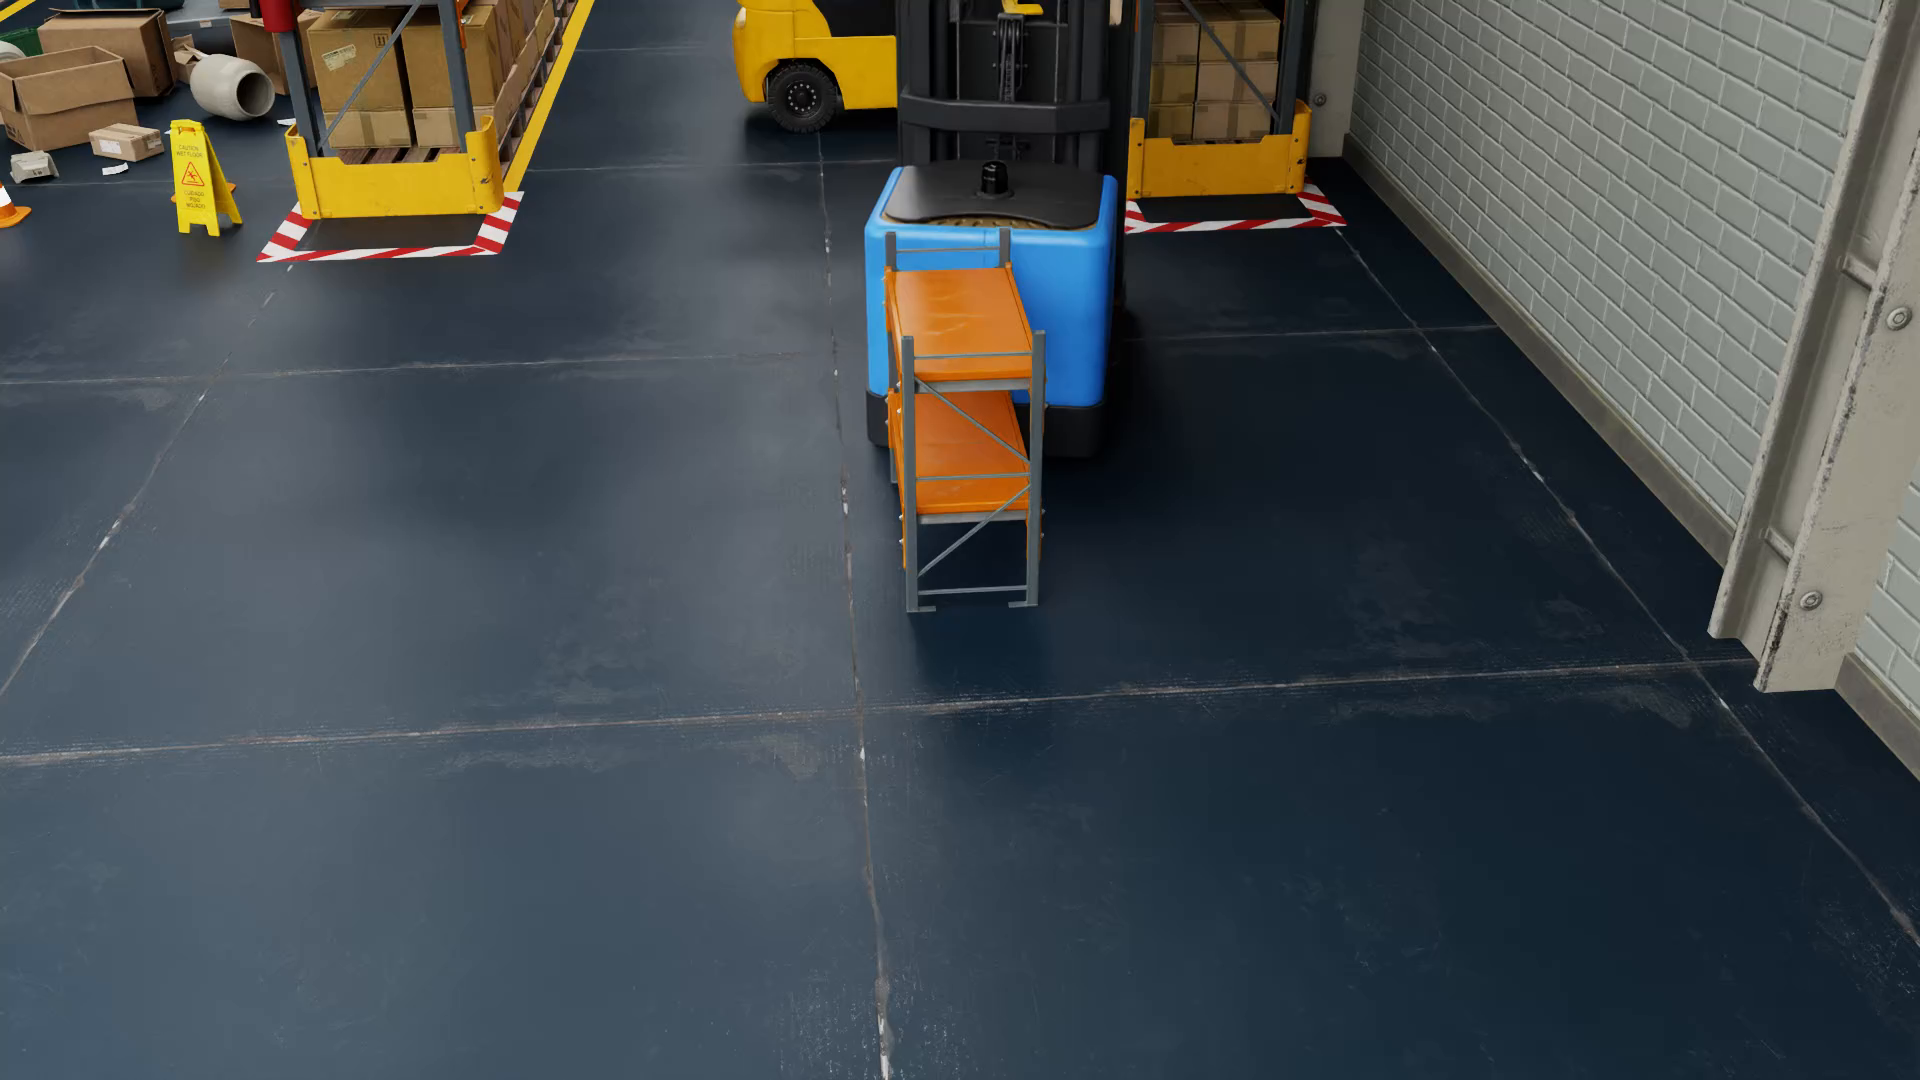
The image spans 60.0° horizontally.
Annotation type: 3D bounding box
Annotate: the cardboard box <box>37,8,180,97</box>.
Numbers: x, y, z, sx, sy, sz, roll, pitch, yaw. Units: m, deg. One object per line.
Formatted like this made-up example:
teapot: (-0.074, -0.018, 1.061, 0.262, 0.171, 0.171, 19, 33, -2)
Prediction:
cardboard box: (-6.164, -3.524, 12.026, 0.797, 0.637, 0.503, -3, 31, -5)

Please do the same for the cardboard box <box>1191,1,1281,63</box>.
cardboard box: (1.701, -3.208, 10.492, 0.500, 0.250, 0.500, -3, 31, -5)

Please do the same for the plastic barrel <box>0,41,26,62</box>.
plastic barrel: (-7.043, -3.426, 12.074, 0.512, 0.421, 0.421, 20, 36, 29)

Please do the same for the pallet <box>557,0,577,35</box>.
pallet: (-3.832, -4.527, 14.123, 1.003, 0.211, 1.213, -3, 31, -5)

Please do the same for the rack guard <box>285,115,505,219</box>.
rack guard: (-3.391, -2.250, 10.030, 1.175, 0.500, 0.348, -3, 31, -5)

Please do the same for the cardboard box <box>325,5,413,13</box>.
cardboard box: (-3.771, -3.269, 10.839, 0.500, 0.500, 0.500, -2, 31, -3)

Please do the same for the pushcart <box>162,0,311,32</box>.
pushcart: (-6.023, -4.066, 13.190, 1.648, 0.377, 0.936, -14, 33, -22)

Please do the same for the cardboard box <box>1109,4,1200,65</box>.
cardboard box: (1.204, -3.174, 10.435, 0.500, 0.250, 0.500, -2, 31, -3)

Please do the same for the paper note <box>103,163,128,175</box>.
paper note: (-5.454, -2.397, 10.734, 0.148, 0.019, 0.142, -14, 33, -22)

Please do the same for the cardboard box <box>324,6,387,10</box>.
cardboard box: (-3.820, -3.466, 10.535, 0.380, 0.149, 0.250, -2, 31, -3)

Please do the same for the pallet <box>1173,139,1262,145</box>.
pallet: (1.445, -2.716, 11.091, 1.003, 0.211, 1.213, -3, 31, -5)

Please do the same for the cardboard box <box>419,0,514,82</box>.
cardboard box: (-3.240, -3.310, 10.908, 0.500, 0.500, 0.500, -4, 31, -6)

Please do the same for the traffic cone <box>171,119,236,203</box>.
traffic cone: (-4.708, -2.353, 10.239, 0.336, 0.463, 0.334, -3, 31, -5)

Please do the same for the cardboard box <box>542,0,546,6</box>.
cardboard box: (-3.435, -4.359, 12.664, 0.500, 0.500, 0.500, -3, 31, -5)

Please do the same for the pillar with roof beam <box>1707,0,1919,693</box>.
pillar with roof beam: (-1.336, -3.229, 3.380, 9.100, 9.000, 0.400, -3, 31, -5)

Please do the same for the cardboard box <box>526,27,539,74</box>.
cardboard box: (-3.332, -3.506, 11.967, 0.500, 0.250, 0.500, -2, 31, -4)

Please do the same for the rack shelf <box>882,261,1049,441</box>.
rack shelf: (-0.001, -0.738, 6.317, 0.538, 0.278, 1.000, -3, 31, -5)

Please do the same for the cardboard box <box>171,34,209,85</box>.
cardboard box: (-5.818, -3.634, 12.576, 0.396, 0.266, 0.258, 27, 40, 37)

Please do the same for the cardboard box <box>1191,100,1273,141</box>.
cardboard box: (1.707, -2.784, 10.758, 0.500, 0.250, 0.500, -3, 31, -4)

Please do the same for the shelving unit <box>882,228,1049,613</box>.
shelving unit: (-0.001, -0.486, 6.467, 0.538, 1.125, 1.048, -3, 31, -5)

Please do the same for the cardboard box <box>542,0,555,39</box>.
cardboard box: (-3.435, -4.038, 12.857, 0.500, 0.250, 0.500, -1, 31, -2)

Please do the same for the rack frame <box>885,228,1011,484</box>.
rack frame: (-0.048, -0.746, 6.902, 0.500, 1.125, 0.032, -3, 31, -5)

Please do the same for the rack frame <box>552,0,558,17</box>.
rack frame: (-3.758, -5.327, 12.743, 1.000, 3.000, 0.127, -3, 31, -5)

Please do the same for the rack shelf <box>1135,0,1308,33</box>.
rack shelf: (1.371, -4.237, 11.619, 1.077, 0.370, 4.000, -3, 31, -5)

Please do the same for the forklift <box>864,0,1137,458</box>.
forklift: (0.281, -2.350, 7.826, 1.130, 2.935, 3.031, 4, 31, 6)

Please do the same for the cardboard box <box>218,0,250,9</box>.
cardboard box: (-5.527, -4.478, 13.021, 0.500, 0.500, 0.500, -3, 31, -5)

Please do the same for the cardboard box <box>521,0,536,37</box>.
cardboard box: (-3.337, -3.839, 11.793, 0.500, 0.500, 0.500, -1, 31, -2)

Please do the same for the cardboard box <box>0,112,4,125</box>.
cardboard box: (-6.682, -3.075, 11.639, 0.396, 0.266, 0.258, 2, 31, 4)

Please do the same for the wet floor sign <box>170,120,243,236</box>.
wet floor sign: (-4.431, -2.126, 9.679, 0.267, 0.644, 0.232, 8, 32, 13)

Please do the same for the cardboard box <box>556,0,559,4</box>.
cardboard box: (-3.809, -4.647, 13.757, 0.950, 0.372, 0.625, -2, 31, -4)

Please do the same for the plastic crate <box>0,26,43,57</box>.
plastic crate: (-7.356, -3.830, 12.922, 0.450, 0.188, 0.662, 4, 30, 26)

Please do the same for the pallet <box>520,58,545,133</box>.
pallet: (-3.543, -3.164, 11.842, 1.003, 0.211, 1.213, -3, 31, -5)

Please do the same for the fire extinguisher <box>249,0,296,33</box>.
fire extinguisher: (-3.832, -3.171, 9.209, 0.296, 0.674, 0.183, -3, 31, -5)

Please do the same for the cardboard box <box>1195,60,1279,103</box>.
cardboard box: (1.721, -2.989, 10.613, 0.500, 0.250, 0.500, -2, 31, -4)

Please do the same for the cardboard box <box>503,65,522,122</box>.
cardboard box: (-3.224, -2.971, 11.070, 0.500, 0.250, 0.500, -2, 31, -3)
